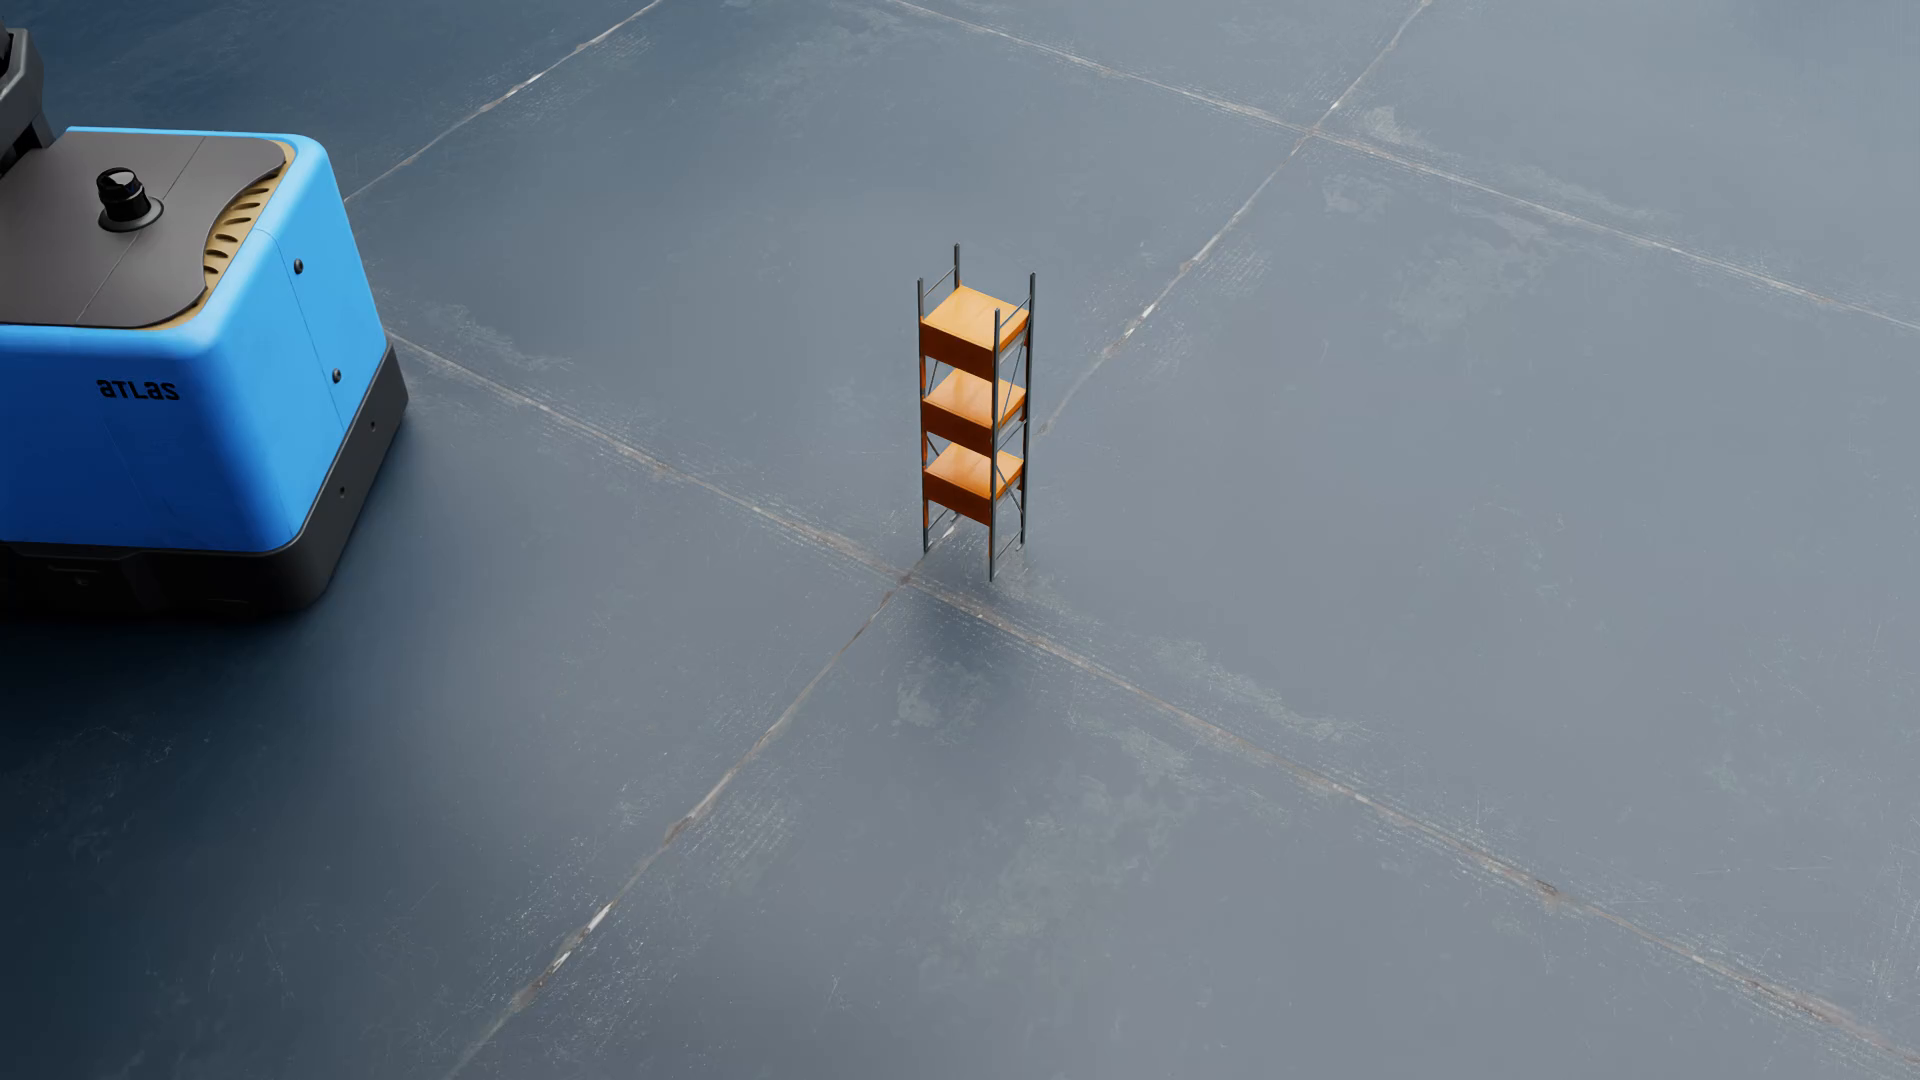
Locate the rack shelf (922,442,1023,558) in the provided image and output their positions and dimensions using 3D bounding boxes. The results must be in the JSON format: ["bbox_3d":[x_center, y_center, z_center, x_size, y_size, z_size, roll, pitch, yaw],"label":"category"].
[{"bbox_3d":[0.045,-0.144,5.060,0.240,0.259,0.215,25,51,22],"label":"rack shelf"}]

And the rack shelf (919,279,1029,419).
[{"bbox_3d":[0.045,-0.536,4.657,0.240,0.259,0.215,25,51,22],"label":"rack shelf"}]

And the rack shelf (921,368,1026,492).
[{"bbox_3d":[0.045,-0.338,4.861,0.240,0.259,0.215,25,51,22],"label":"rack shelf"}]

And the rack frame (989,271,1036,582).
[{"bbox_3d":[0.148,-0.298,4.807,0.008,1.050,0.200,25,51,22],"label":"rack frame"}]

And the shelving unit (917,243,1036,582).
[{"bbox_3d":[0.045,-0.345,4.853,0.252,1.050,0.215,25,51,22],"label":"shelving unit"}]

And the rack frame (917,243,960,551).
[{"bbox_3d":[-0.058,-0.392,4.899,0.008,1.050,0.200,25,51,22],"label":"rack frame"}]

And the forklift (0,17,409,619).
[{"bbox_3d":[-3.397,-1.198,4.370,3.031,2.935,1.130,3,46,3],"label":"forklift"}]
